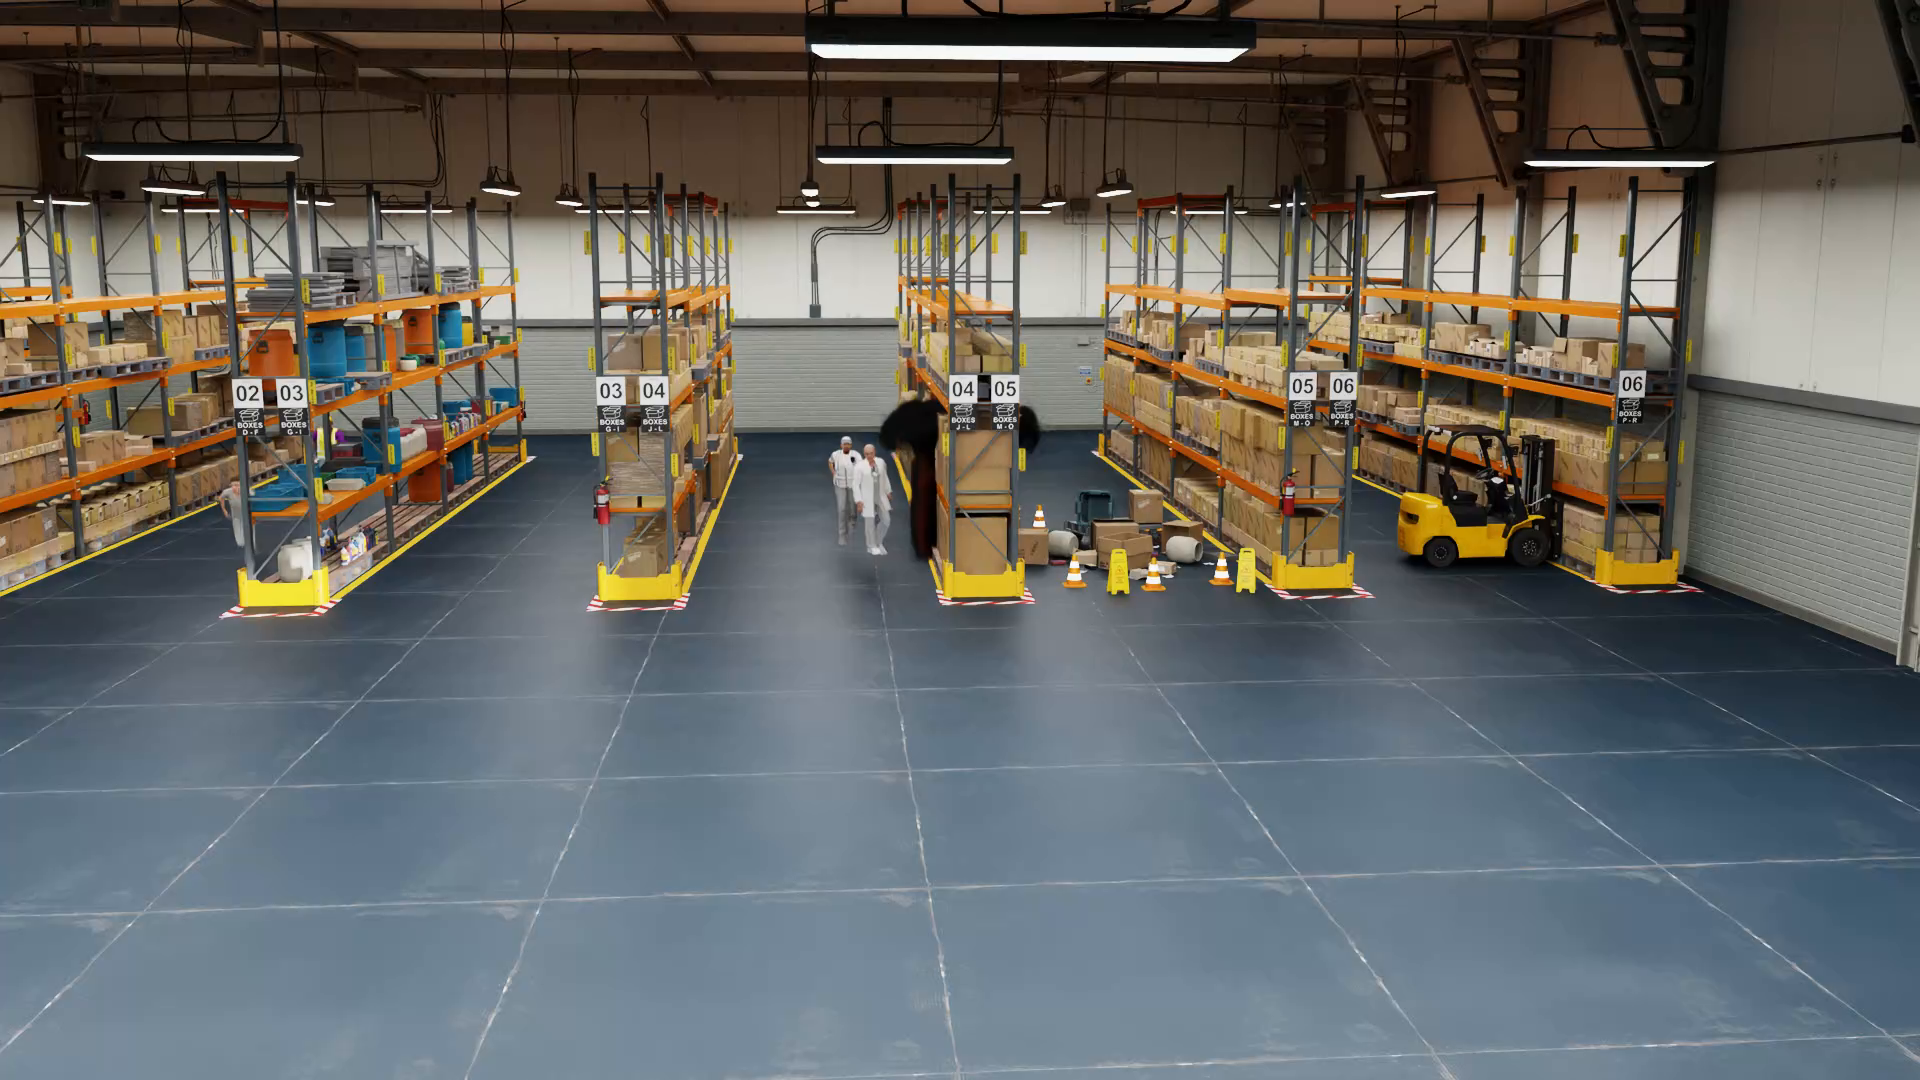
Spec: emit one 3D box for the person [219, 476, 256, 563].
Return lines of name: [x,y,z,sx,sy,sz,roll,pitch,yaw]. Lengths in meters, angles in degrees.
person: [-11.348,-0.211,26.250,0.584,1.297,0.790,-2,10,-10]

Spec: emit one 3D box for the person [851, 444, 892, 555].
person: [-1.348,-0.613,25.567,0.740,1.764,0.587,-5,11,-28]

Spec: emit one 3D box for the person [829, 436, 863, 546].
person: [-1.828,-0.818,26.936,0.604,1.751,0.694,0,10,-2]

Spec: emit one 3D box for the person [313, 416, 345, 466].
person: [-12.366,-1.568,32.523,0.692,1.789,0.722,-2,10,-12]

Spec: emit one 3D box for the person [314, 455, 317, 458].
person: [-15.840,-2.840,39.728,0.906,1.786,0.716,-1,10,-6]
